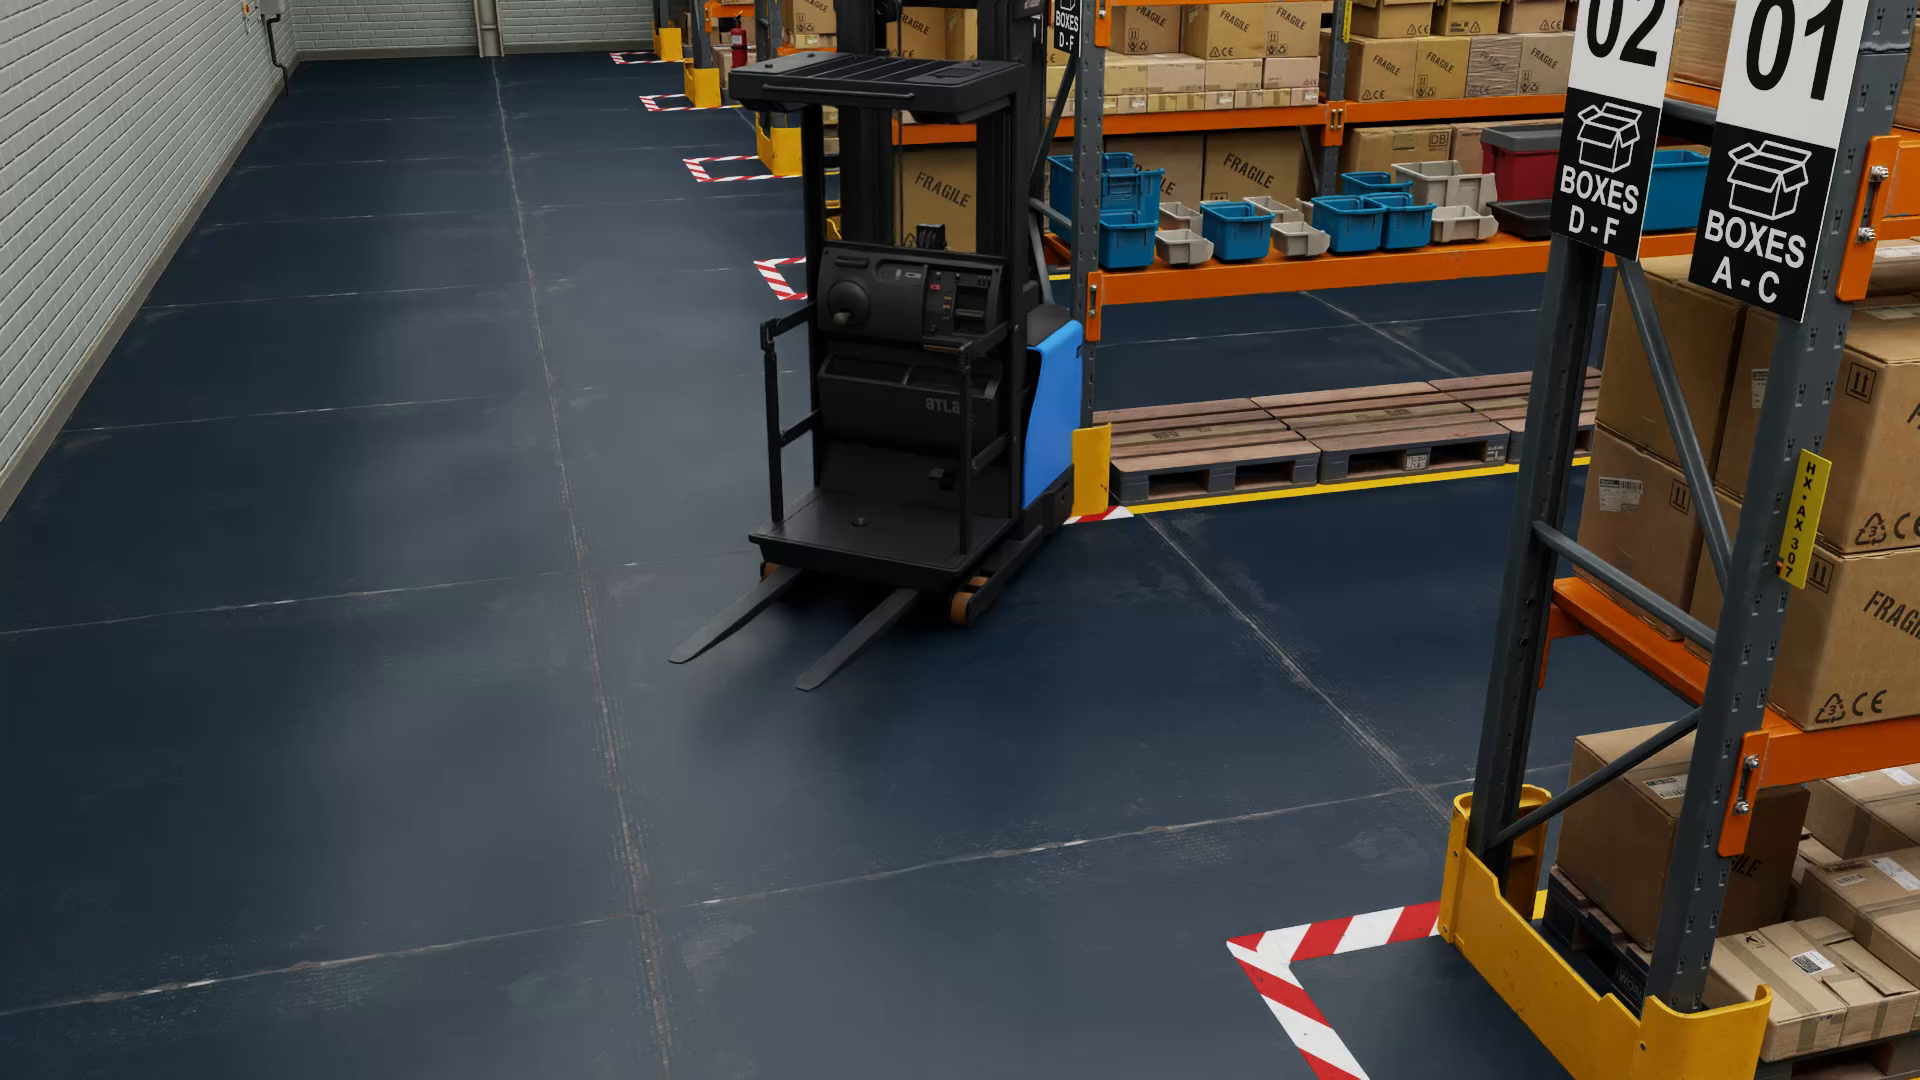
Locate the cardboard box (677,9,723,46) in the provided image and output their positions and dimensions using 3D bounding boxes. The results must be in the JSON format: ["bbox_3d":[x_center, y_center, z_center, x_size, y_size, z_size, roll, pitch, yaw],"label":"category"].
[{"bbox_3d":[-4.220,-8.340,27.017,0.637,0.503,0.797,-7,24,-16],"label":"cardboard box"}]

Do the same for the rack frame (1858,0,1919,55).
[{"bbox_3d":[1.859,-2.614,3.431,0.127,3.000,1.000,-6,24,-14],"label":"rack frame"}]

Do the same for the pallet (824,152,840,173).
[{"bbox_3d":[-1.191,-4.313,18.533,1.213,0.211,1.003,-6,24,-14],"label":"pallet"}]

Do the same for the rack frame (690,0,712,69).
[{"bbox_3d":[-3.490,-7.381,22.149,0.127,3.000,1.000,-6,24,-14],"label":"rack frame"}]

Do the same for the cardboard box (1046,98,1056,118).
[{"bbox_3d":[0.607,-3.526,13.482,0.250,0.149,0.380,-7,24,-15],"label":"cardboard box"}]

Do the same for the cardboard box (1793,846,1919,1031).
[{"bbox_3d":[2.941,1.200,5.077,0.500,0.250,0.500,-6,24,-14],"label":"cardboard box"}]

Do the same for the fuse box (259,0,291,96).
[{"bbox_3d":[-9.340,-6.993,22.877,0.414,1.711,0.539,-6,24,-14],"label":"fuse box"}]

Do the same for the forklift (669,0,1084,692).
[{"bbox_3d":[-0.326,-1.130,7.667,1.130,2.935,3.031,10,25,21],"label":"forklift"}]

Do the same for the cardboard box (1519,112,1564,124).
[{"bbox_3d":[5.359,-3.530,15.335,0.875,0.875,1.225,-6,24,-14],"label":"cardboard box"}]

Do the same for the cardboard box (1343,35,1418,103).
[{"bbox_3d":[3.548,-4.045,14.246,0.500,0.500,0.500,-6,24,-14],"label":"cardboard box"}]

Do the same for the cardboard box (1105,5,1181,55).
[{"bbox_3d":[1.532,-4.397,14.055,0.500,0.500,0.500,-7,24,-16],"label":"cardboard box"}]

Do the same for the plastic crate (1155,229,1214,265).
[{"bbox_3d":[1.182,-1.549,8.814,0.298,0.136,0.250,-6,24,-14],"label":"plastic crate"}]

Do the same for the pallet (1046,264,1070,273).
[{"bbox_3d":[1.108,-2.581,14.497,1.213,0.211,1.003,-6,24,-14],"label":"pallet"}]

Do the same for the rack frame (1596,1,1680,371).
[{"bbox_3d":[4.376,-2.165,9.991,0.127,3.000,1.000,-6,24,-14],"label":"rack frame"}]

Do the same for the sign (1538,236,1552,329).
[{"bbox_3d":[1.728,-0.748,4.819,0.005,0.325,0.100,-6,24,-14],"label":"sign"}]

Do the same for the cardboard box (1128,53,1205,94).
[{"bbox_3d":[1.695,-3.856,13.745,0.500,0.250,0.500,-6,24,-13],"label":"cardboard box"}]

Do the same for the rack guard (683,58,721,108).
[{"bbox_3d":[-3.513,-6.230,22.636,0.348,0.500,1.175,-6,24,-14],"label":"rack guard"}]

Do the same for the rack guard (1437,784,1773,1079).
[{"bbox_3d":[1.932,1.283,5.126,0.348,0.500,1.175,-6,24,-14],"label":"rack guard"}]

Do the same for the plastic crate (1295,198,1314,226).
[{"bbox_3d":[2.085,-1.903,9.640,0.250,0.136,0.298,-6,24,-14],"label":"plastic crate"}]

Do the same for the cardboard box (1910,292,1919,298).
[{"bbox_3d":[2.859,-0.369,4.410,0.500,0.500,0.500,-6,24,-14],"label":"cardboard box"}]

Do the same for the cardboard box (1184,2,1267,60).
[{"bbox_3d":[2.184,-4.255,13.725,0.500,0.500,0.500,-6,24,-14],"label":"cardboard box"}]

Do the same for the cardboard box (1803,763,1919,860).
[{"bbox_3d":[3.239,0.963,5.632,0.500,0.250,0.500,-6,24,-14],"label":"cardboard box"}]

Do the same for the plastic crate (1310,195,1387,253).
[{"bbox_3d":[2.119,-1.731,9.116,0.300,0.233,0.416,-6,24,-14],"label":"plastic crate"}]

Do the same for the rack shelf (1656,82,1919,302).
[{"bbox_3d":[3.785,-1.118,4.661,4.000,0.370,1.077,-6,24,-14],"label":"rack shelf"}]

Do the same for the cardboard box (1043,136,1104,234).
[{"bbox_3d":[0.658,-3.031,14.172,0.875,0.875,0.875,-6,24,-14],"label":"cardboard box"}]

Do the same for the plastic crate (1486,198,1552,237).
[{"bbox_3d":[3.371,-1.844,9.517,0.590,0.125,0.437,-6,24,-14],"label":"plastic crate"}]

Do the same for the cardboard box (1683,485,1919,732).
[{"bbox_3d":[2.358,0.149,4.471,0.500,0.500,0.500,-6,24,-13],"label":"cardboard box"}]

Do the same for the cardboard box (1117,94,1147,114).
[{"bbox_3d":[1.350,-3.609,13.675,0.250,0.149,0.380,-6,24,-14],"label":"cardboard box"}]

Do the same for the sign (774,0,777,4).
[{"bbox_3d":[-1.909,-5.705,17.143,0.005,0.325,0.100,-6,24,-14],"label":"sign"}]

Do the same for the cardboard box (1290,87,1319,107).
[{"bbox_3d":[2.833,-3.773,14.057,0.250,0.149,0.380,-6,24,-14],"label":"cardboard box"}]

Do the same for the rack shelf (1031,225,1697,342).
[{"bbox_3d":[2.450,-1.621,9.636,4.000,0.370,1.077,-6,24,-14],"label":"rack shelf"}]

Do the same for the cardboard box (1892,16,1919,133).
[{"bbox_3d":[2.422,-1.125,3.955,0.500,0.250,0.500,-6,24,-14],"label":"cardboard box"}]

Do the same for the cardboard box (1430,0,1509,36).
[{"bbox_3d":[4.315,-4.692,14.481,0.637,0.503,0.797,-6,24,-14],"label":"cardboard box"}]

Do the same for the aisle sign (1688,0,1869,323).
[{"bbox_3d":[1.873,-0.933,3.825,0.004,0.787,0.394,-6,24,-14],"label":"aisle sign"}]

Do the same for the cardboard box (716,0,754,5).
[{"bbox_3d":[-2.950,-7.369,21.994,0.500,0.500,0.500,-7,24,-15],"label":"cardboard box"}]

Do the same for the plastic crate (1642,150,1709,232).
[{"bbox_3d":[4.019,-2.006,9.564,0.575,0.384,0.392,-6,24,-14],"label":"plastic crate"}]

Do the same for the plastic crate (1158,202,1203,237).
[{"bbox_3d":[1.261,-1.800,9.400,0.243,0.136,0.396,-6,24,-14],"label":"plastic crate"}]

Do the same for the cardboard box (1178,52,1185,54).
[{"bbox_3d":[2.035,-4.111,14.340,0.500,0.250,0.500,-6,24,-15],"label":"cardboard box"}]

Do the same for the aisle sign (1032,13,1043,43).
[{"bbox_3d":[0.376,-3.037,8.726,0.004,0.787,0.394,-6,24,-14],"label":"aisle sign"}]

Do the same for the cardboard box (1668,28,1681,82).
[{"bbox_3d":[6.481,-4.370,15.004,0.500,0.500,0.500,-6,24,-13],"label":"cardboard box"}]

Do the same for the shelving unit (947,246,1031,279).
[{"bbox_3d":[0.035,-1.016,9.486,0.503,1.200,0.258,17,26,18],"label":"shelving unit"}]

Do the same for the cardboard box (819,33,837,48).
[{"bbox_3d":[-1.421,-5.350,17.734,0.250,0.149,0.380,-5,24,-12],"label":"cardboard box"}]

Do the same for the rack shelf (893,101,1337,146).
[{"bbox_3d":[1.112,-3.501,14.018,4.000,0.370,1.077,-6,24,-14],"label":"rack shelf"}]

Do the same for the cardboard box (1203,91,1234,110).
[{"bbox_3d":[2.090,-3.691,13.866,0.250,0.149,0.380,-6,24,-13],"label":"cardboard box"}]

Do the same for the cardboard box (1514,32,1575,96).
[{"bbox_3d":[5.010,-4.209,14.629,0.500,0.500,0.500,-6,24,-13],"label":"cardboard box"}]

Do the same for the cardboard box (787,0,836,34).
[{"bbox_3d":[-1.549,-5.638,17.582,0.500,0.500,0.500,-5,24,-12],"label":"cardboard box"}]

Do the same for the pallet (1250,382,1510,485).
[{"bbox_3d":[2.502,-0.659,10.017,1.213,0.211,1.003,-6,24,-14],"label":"pallet"}]

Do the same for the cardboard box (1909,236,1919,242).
[{"bbox_3d":[3.197,-0.626,5.010,0.500,0.500,0.500,-6,24,-13],"label":"cardboard box"}]

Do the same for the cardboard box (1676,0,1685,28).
[{"bbox_3d":[6.181,-4.906,14.981,0.637,0.503,0.797,-5,24,-13],"label":"cardboard box"}]
